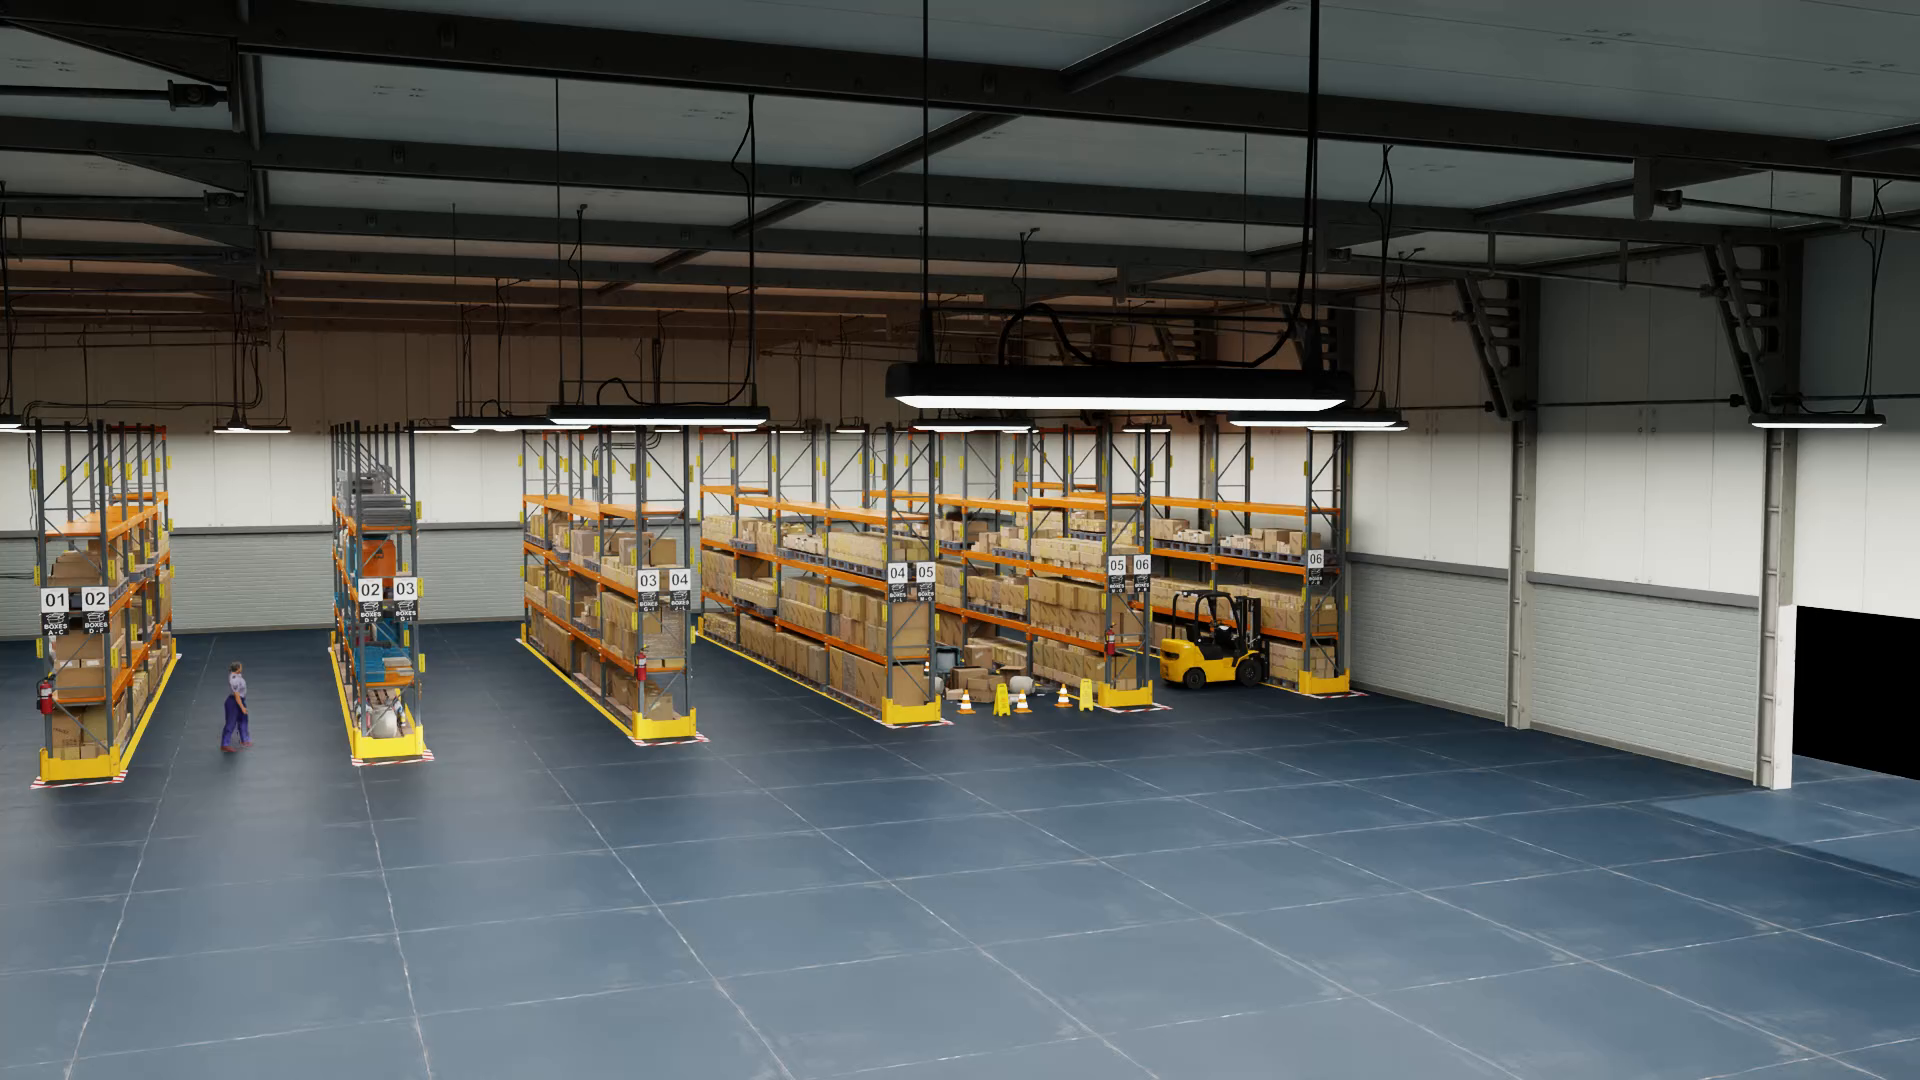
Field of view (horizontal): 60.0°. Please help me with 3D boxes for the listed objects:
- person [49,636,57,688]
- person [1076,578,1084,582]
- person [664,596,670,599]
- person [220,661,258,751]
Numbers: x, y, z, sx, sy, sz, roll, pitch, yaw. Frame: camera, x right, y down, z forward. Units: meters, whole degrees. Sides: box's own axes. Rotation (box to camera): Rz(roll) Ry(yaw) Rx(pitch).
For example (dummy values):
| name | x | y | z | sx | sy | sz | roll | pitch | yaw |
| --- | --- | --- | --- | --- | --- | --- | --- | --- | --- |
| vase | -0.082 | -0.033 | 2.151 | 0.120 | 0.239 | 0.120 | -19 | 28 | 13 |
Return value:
| name | x | y | z | sx | sy | sz | roll | pitch | yaw |
| --- | --- | --- | --- | --- | --- | --- | --- | --- | --- |
| person | -20.371 | 2.546 | 37.572 | 0.441 | 1.664 | 0.557 | -2 | 4 | -33 |
| person | 3.089 | 1.904 | 44.521 | 0.605 | 1.796 | 0.607 | -3 | 4 | -37 |
| person | -8.014 | 1.950 | 46.175 | 0.545 | 1.745 | 1.019 | -1 | 4 | -20 |
| person | -13.184 | 3.018 | 30.359 | 0.574 | 1.663 | 0.667 | -1 | 4 | -14 |
